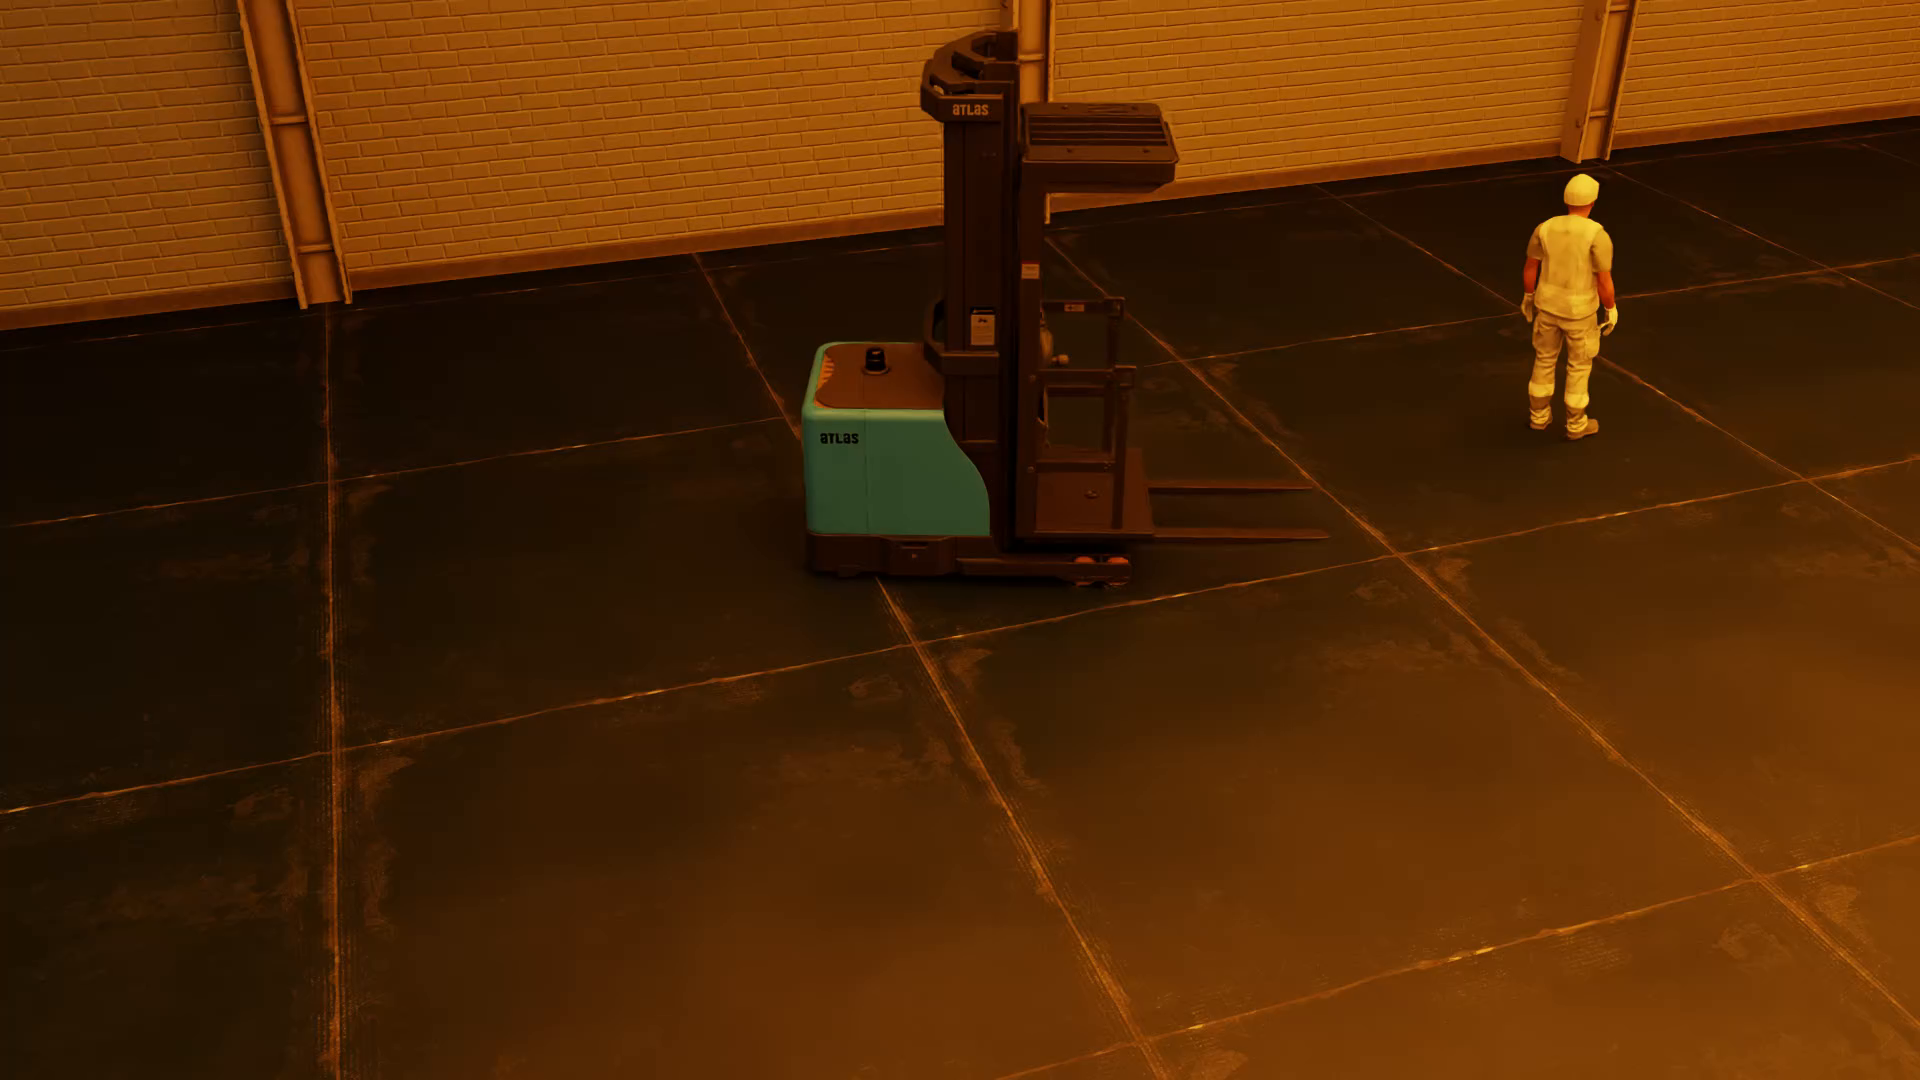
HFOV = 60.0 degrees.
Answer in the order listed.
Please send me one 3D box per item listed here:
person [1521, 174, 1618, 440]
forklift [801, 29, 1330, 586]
[{"bbox_3d":[4.009,-1.532,10.895,0.634,1.797,0.513,26,39,37],"label":"person"},{"bbox_3d":[0.632,-1.274,9.301,3.031,2.935,1.130,1,30,1],"label":"forklift"}]
